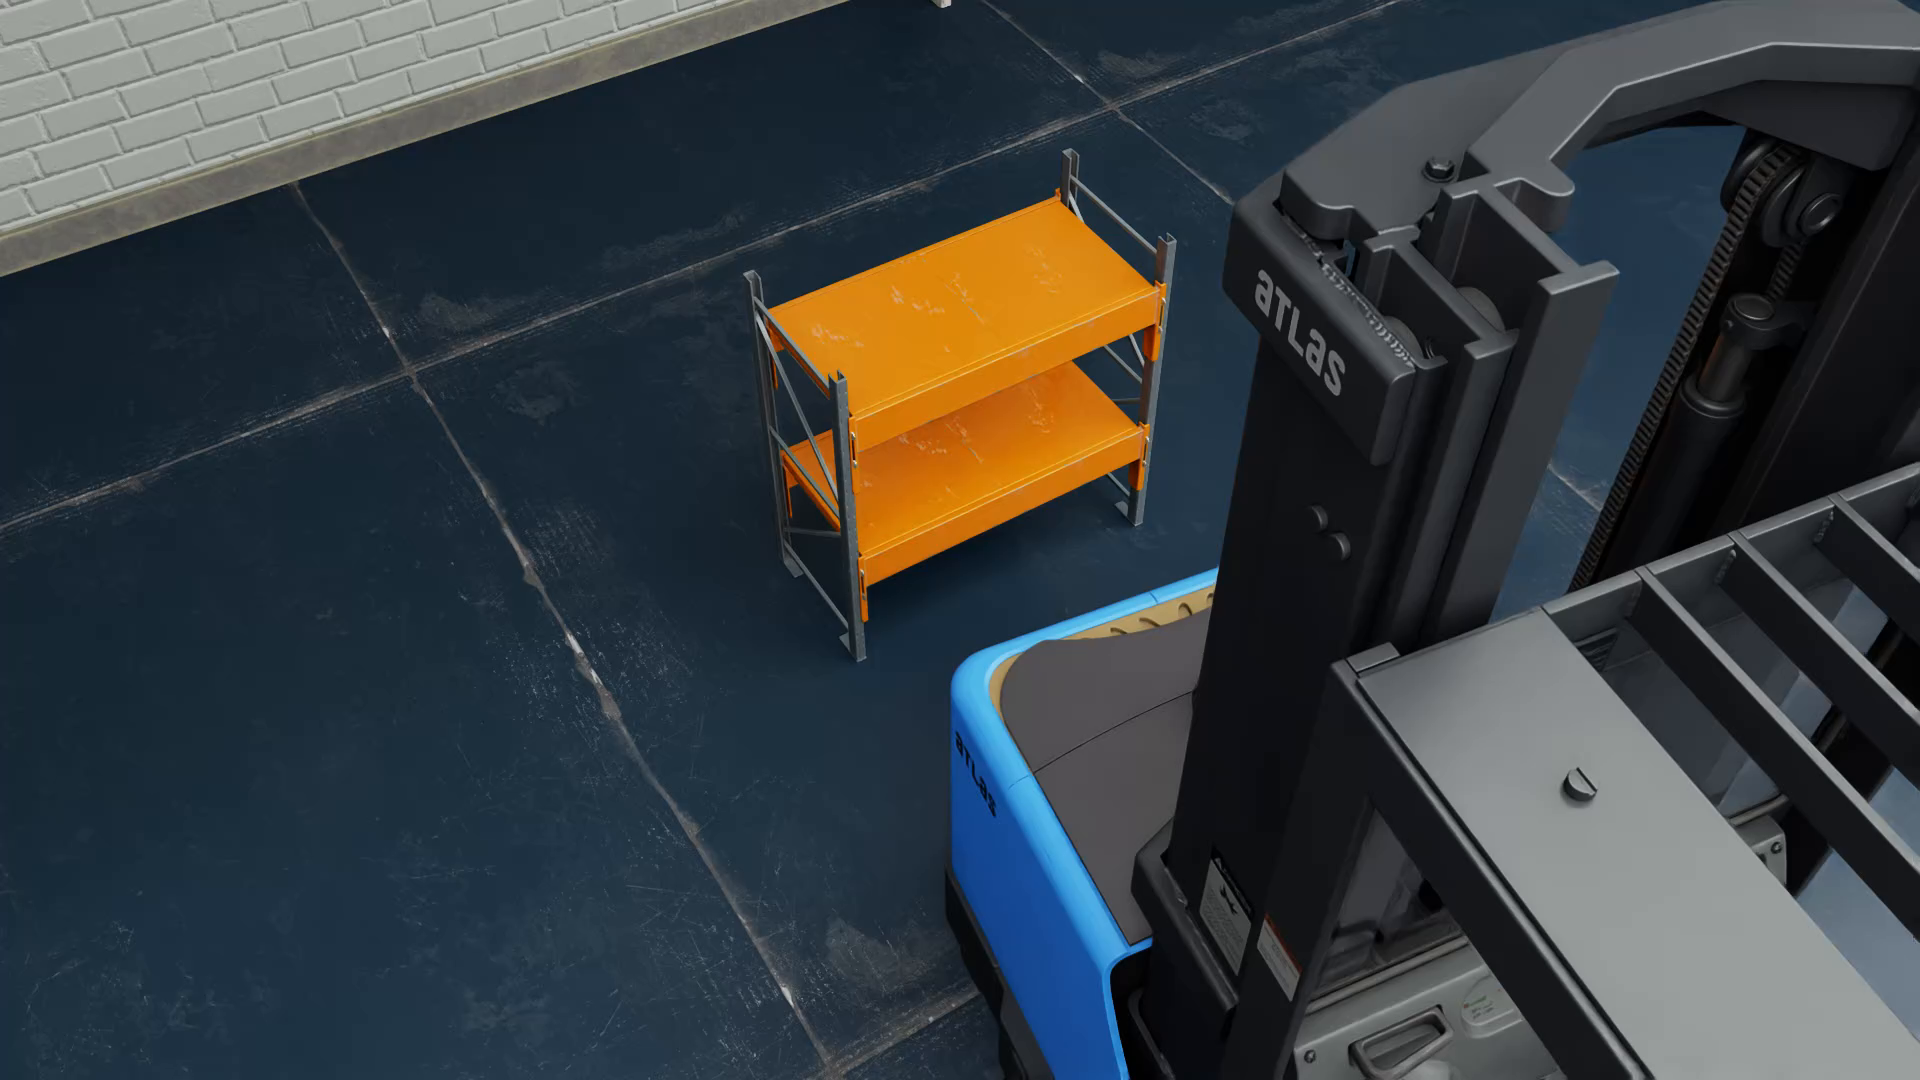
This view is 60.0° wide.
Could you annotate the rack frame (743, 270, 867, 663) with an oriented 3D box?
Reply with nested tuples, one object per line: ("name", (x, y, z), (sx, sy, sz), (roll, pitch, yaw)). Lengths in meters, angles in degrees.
("rack frame", (-0.424, -0.174, 4.652), (0.032, 1.125, 0.500), (-25, 53, -21))

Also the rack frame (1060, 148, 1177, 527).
("rack frame", (0.436, -0.579, 5.013), (0.032, 1.125, 0.500), (-25, 53, -21))

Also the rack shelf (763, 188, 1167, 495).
("rack shelf", (0.006, -0.571, 4.614), (1.000, 0.278, 0.538), (-25, 53, -21))

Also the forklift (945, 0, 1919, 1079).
("forklift", (1.019, 0.863, 2.519), (1.130, 2.935, 3.031), (-18, 51, -16))

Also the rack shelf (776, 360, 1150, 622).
("rack shelf", (0.006, -0.214, 5.015), (1.000, 0.278, 0.538), (-25, 53, -21))

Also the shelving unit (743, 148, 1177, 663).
("shelving unit", (0.006, -0.377, 4.832), (1.048, 1.125, 0.538), (-25, 53, -21))
